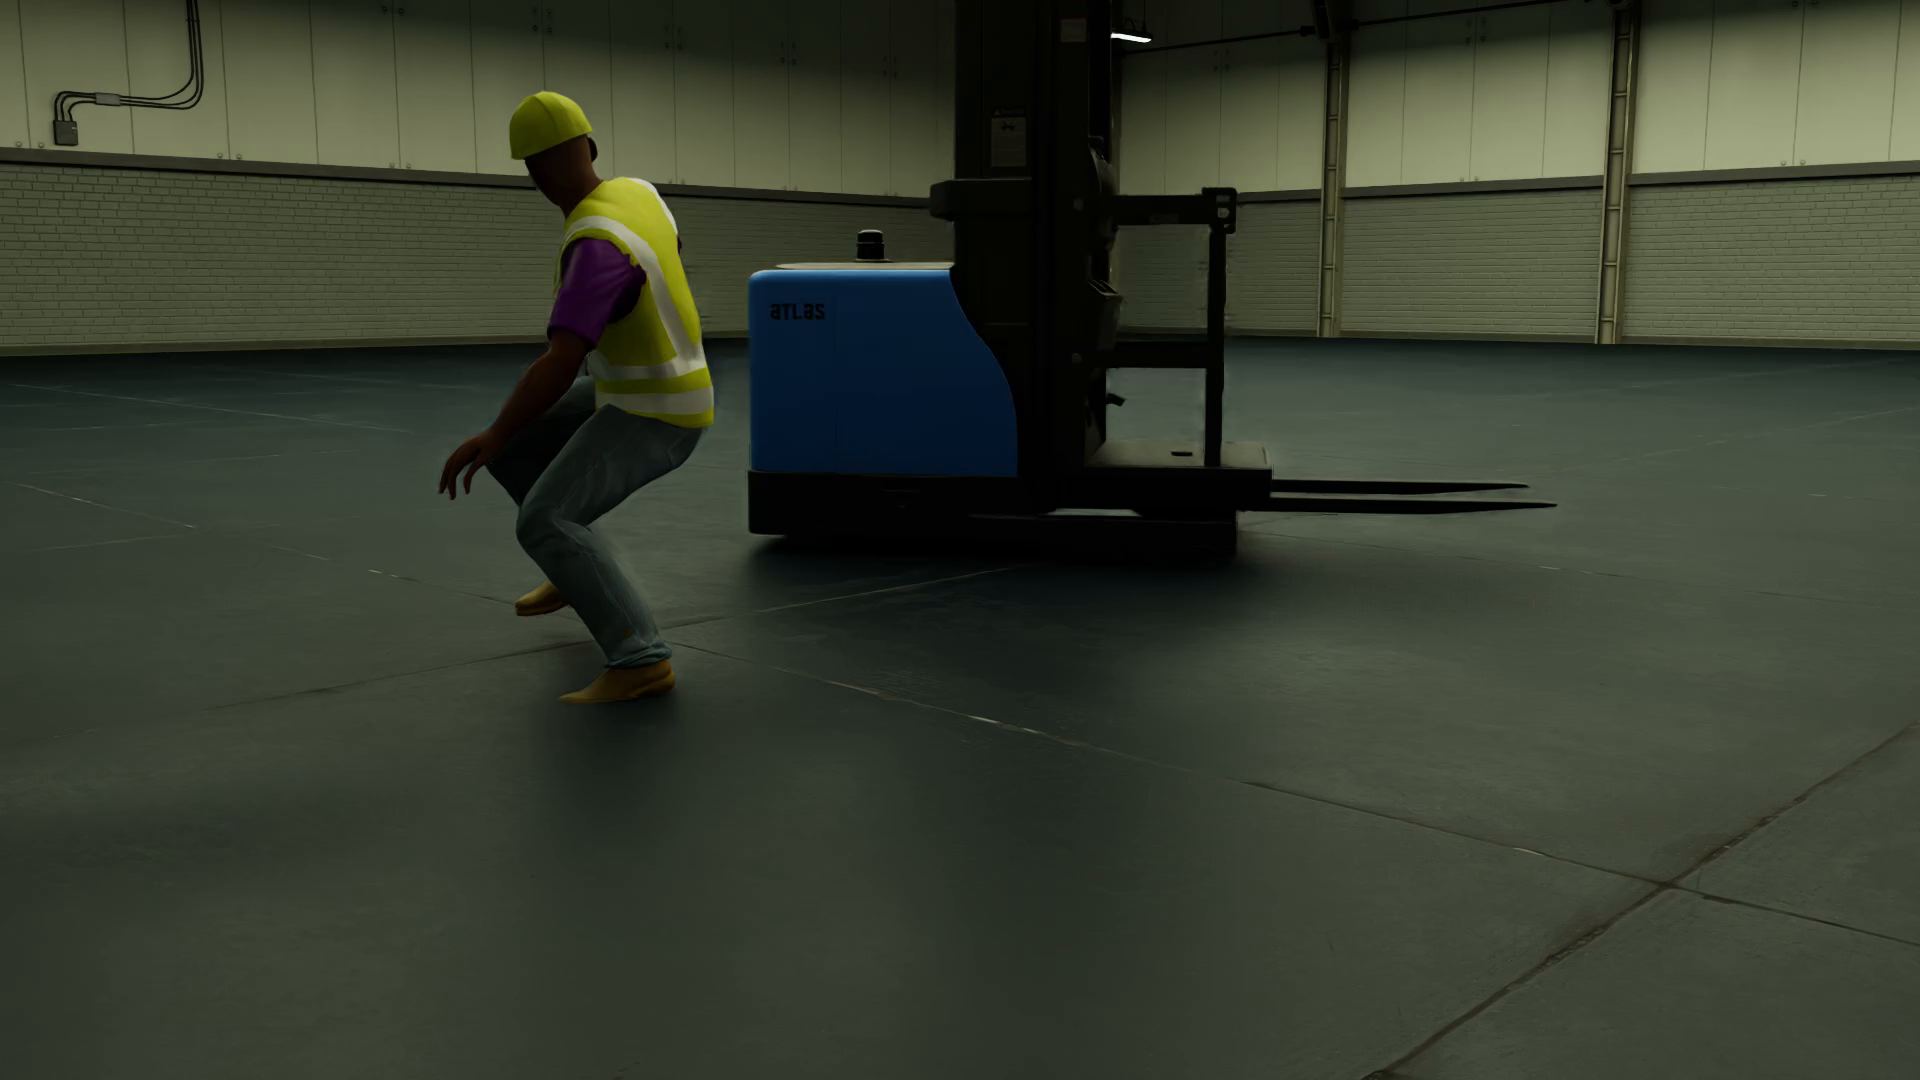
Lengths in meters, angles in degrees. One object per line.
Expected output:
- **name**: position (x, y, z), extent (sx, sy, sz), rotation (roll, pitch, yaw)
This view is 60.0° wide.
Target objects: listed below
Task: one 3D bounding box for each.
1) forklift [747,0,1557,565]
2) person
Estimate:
- **forklift**: position (0.741, -1.442, 6.452), extent (3.031, 2.935, 1.130), rotation (1, 9, 9)
- **person**: position (-0.988, -0.377, 4.356), extent (0.682, 1.527, 0.836), rotation (-2, 9, -12)
